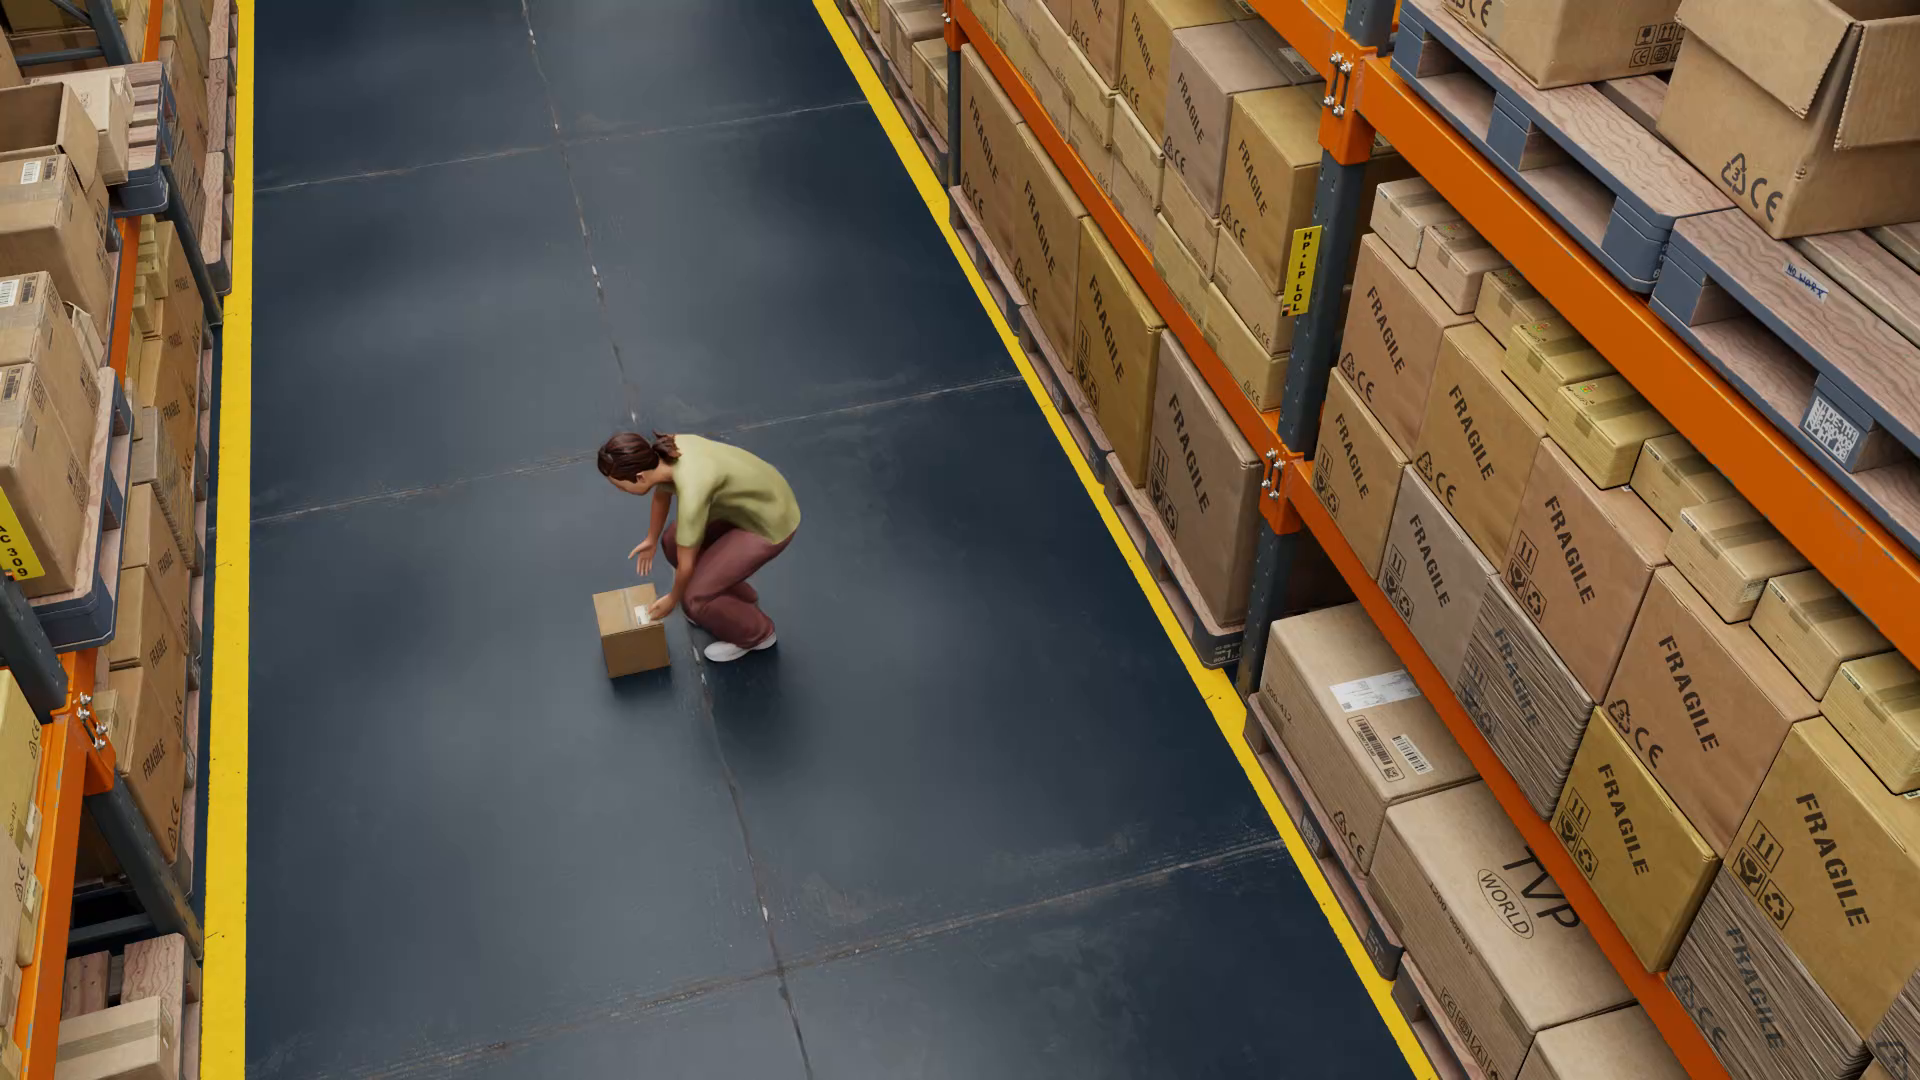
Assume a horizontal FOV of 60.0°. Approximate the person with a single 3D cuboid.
[{"bbox_3d":[-0.991,-0.009,6.557,0.739,1.159,0.503,-12,44,-13],"label":"person"}]
